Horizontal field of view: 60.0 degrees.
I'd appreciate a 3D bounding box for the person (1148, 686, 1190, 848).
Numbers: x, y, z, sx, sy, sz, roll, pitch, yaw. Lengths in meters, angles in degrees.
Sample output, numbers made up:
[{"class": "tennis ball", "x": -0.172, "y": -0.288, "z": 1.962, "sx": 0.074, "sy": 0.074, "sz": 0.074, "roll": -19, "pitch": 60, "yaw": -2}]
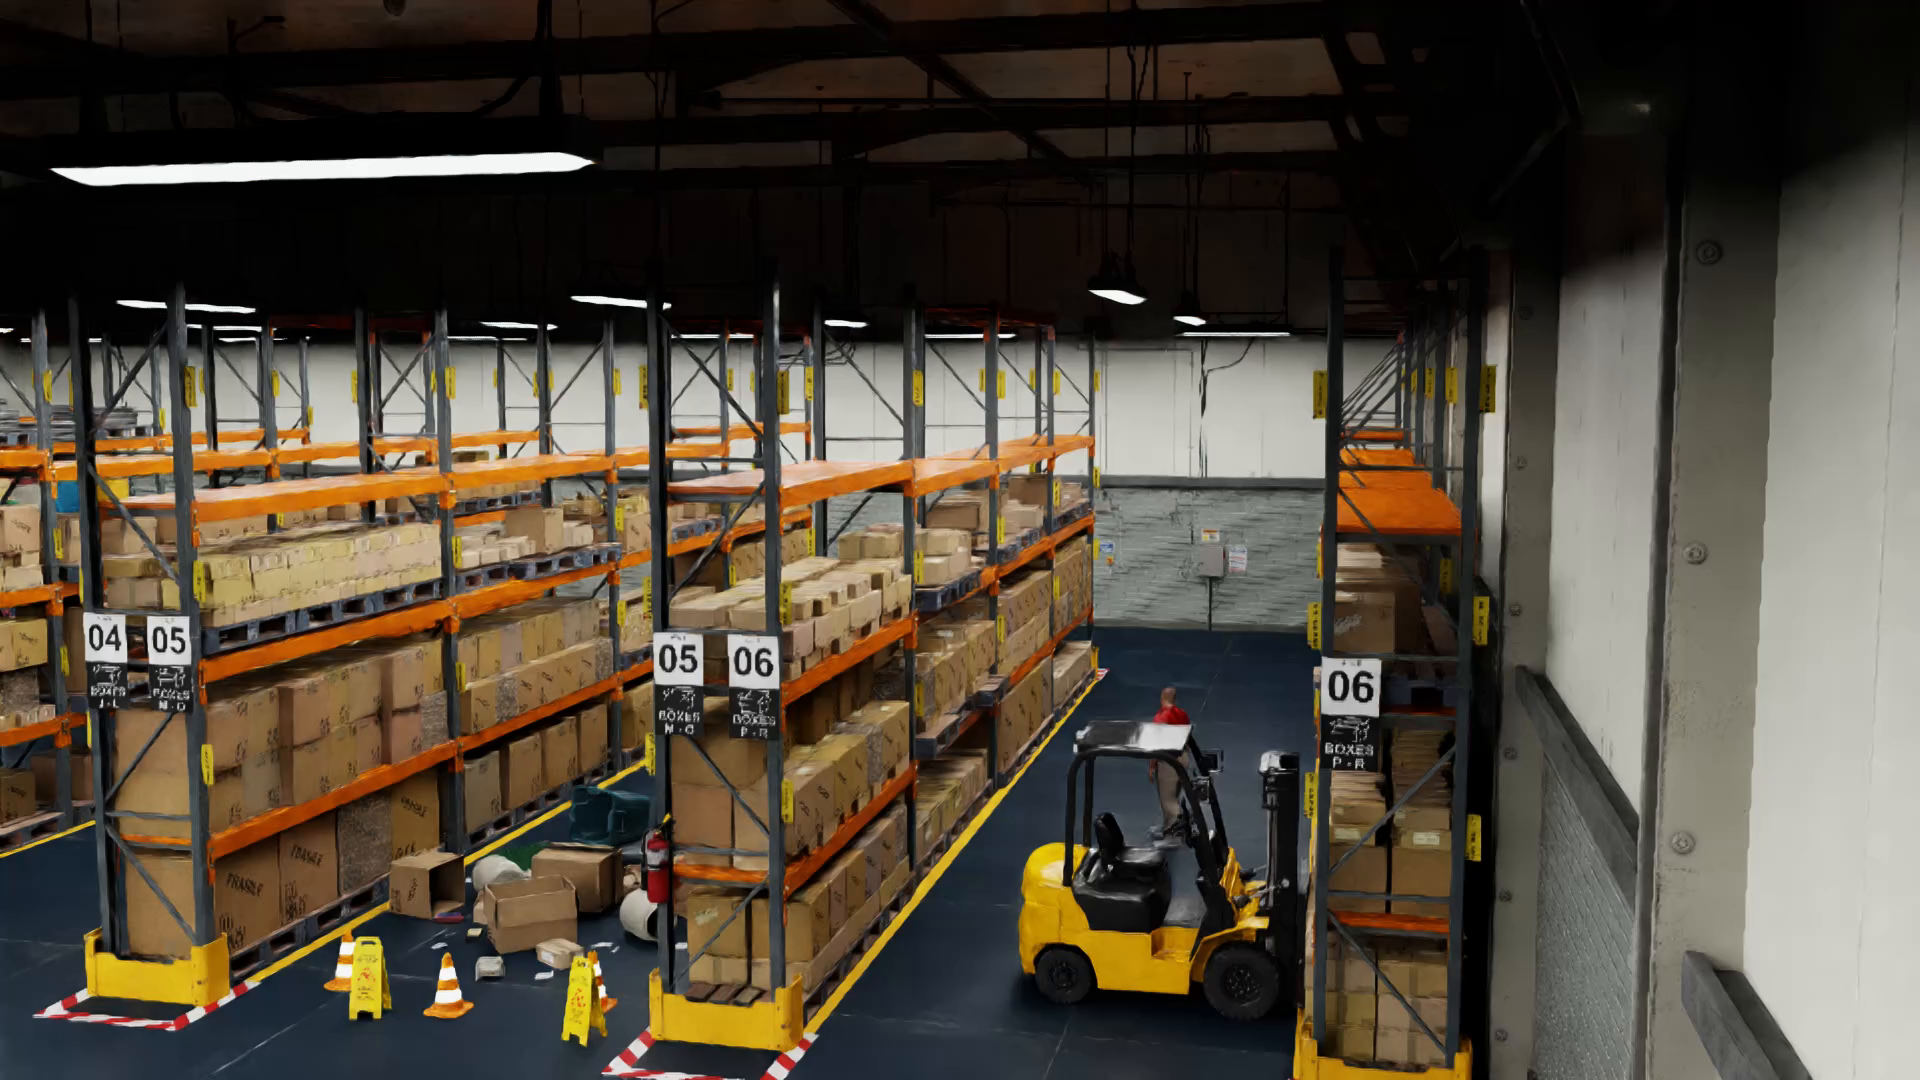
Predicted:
[{"class": "person", "x": 2.262, "y": 2.455, "z": 18.238, "sx": 0.584, "sy": 1.717, "sz": 0.652, "roll": 5, "pitch": 8, "yaw": 40}]
